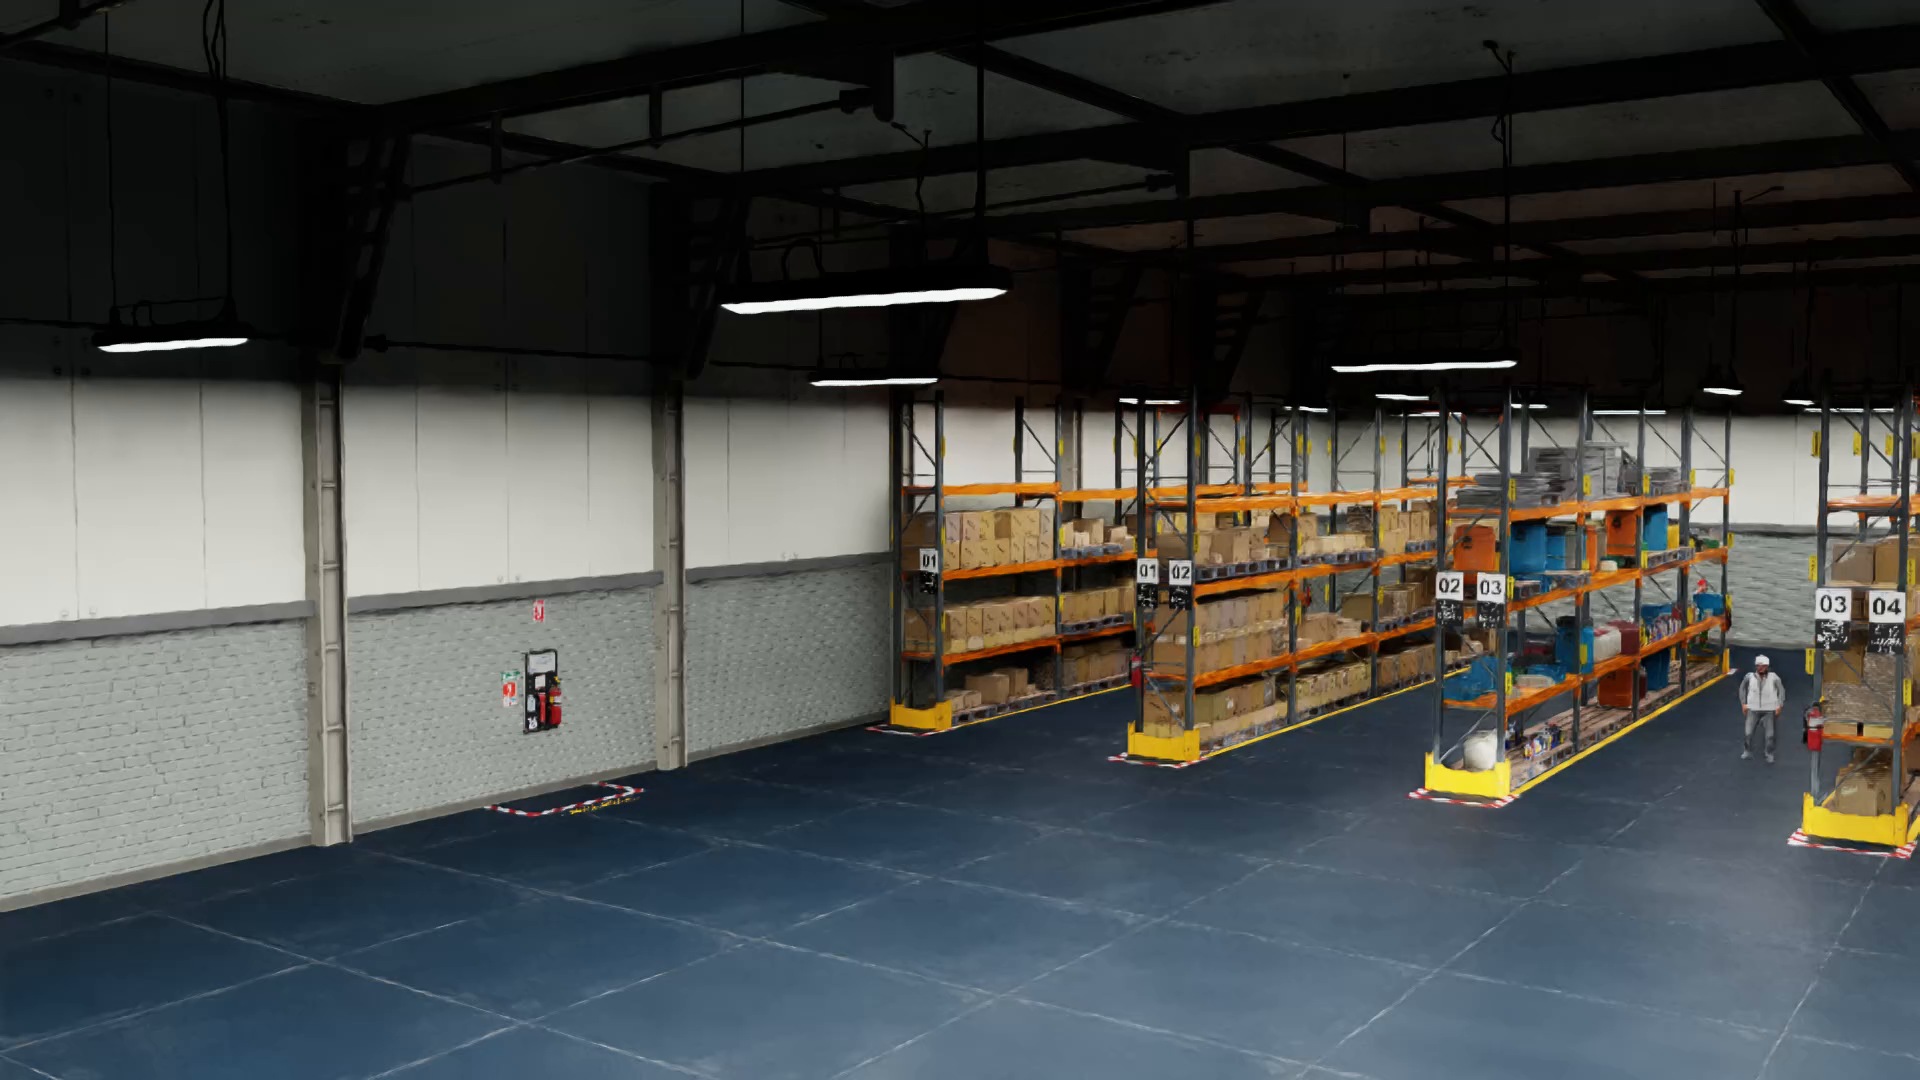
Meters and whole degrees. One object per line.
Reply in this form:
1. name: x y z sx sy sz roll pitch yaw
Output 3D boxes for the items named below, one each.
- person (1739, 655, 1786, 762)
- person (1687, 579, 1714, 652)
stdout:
1. person: 12.706 2.663 26.362 0.677 1.725 0.574 2 4 33
2. person: 17.963 1.836 40.396 0.686 1.792 0.453 -1 4 -25
